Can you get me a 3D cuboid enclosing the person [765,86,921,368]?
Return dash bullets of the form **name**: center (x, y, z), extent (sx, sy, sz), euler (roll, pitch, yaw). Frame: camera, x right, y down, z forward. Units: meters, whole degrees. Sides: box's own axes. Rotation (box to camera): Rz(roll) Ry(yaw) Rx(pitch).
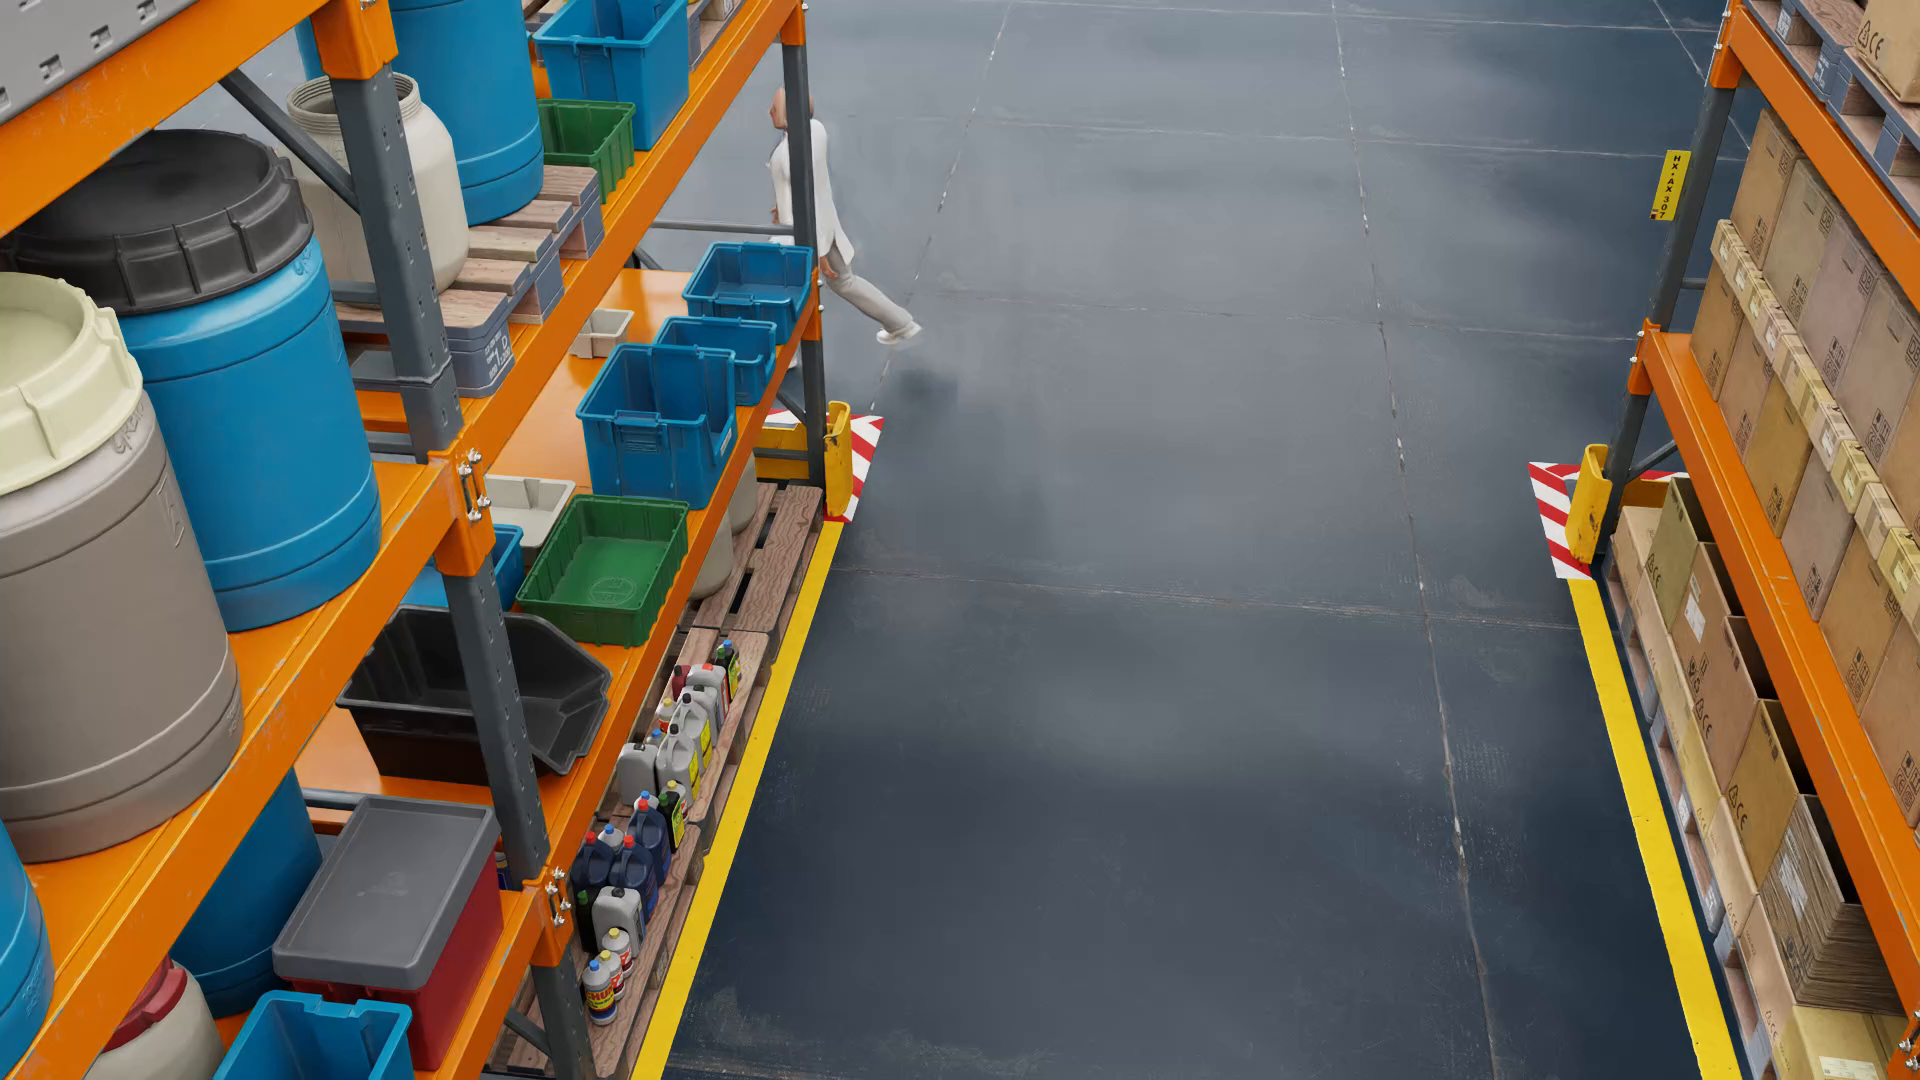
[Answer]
- **person**: center (-0.794, -1.758, 9.506), extent (1.100, 1.730, 0.614), euler (8, 36, 11)
